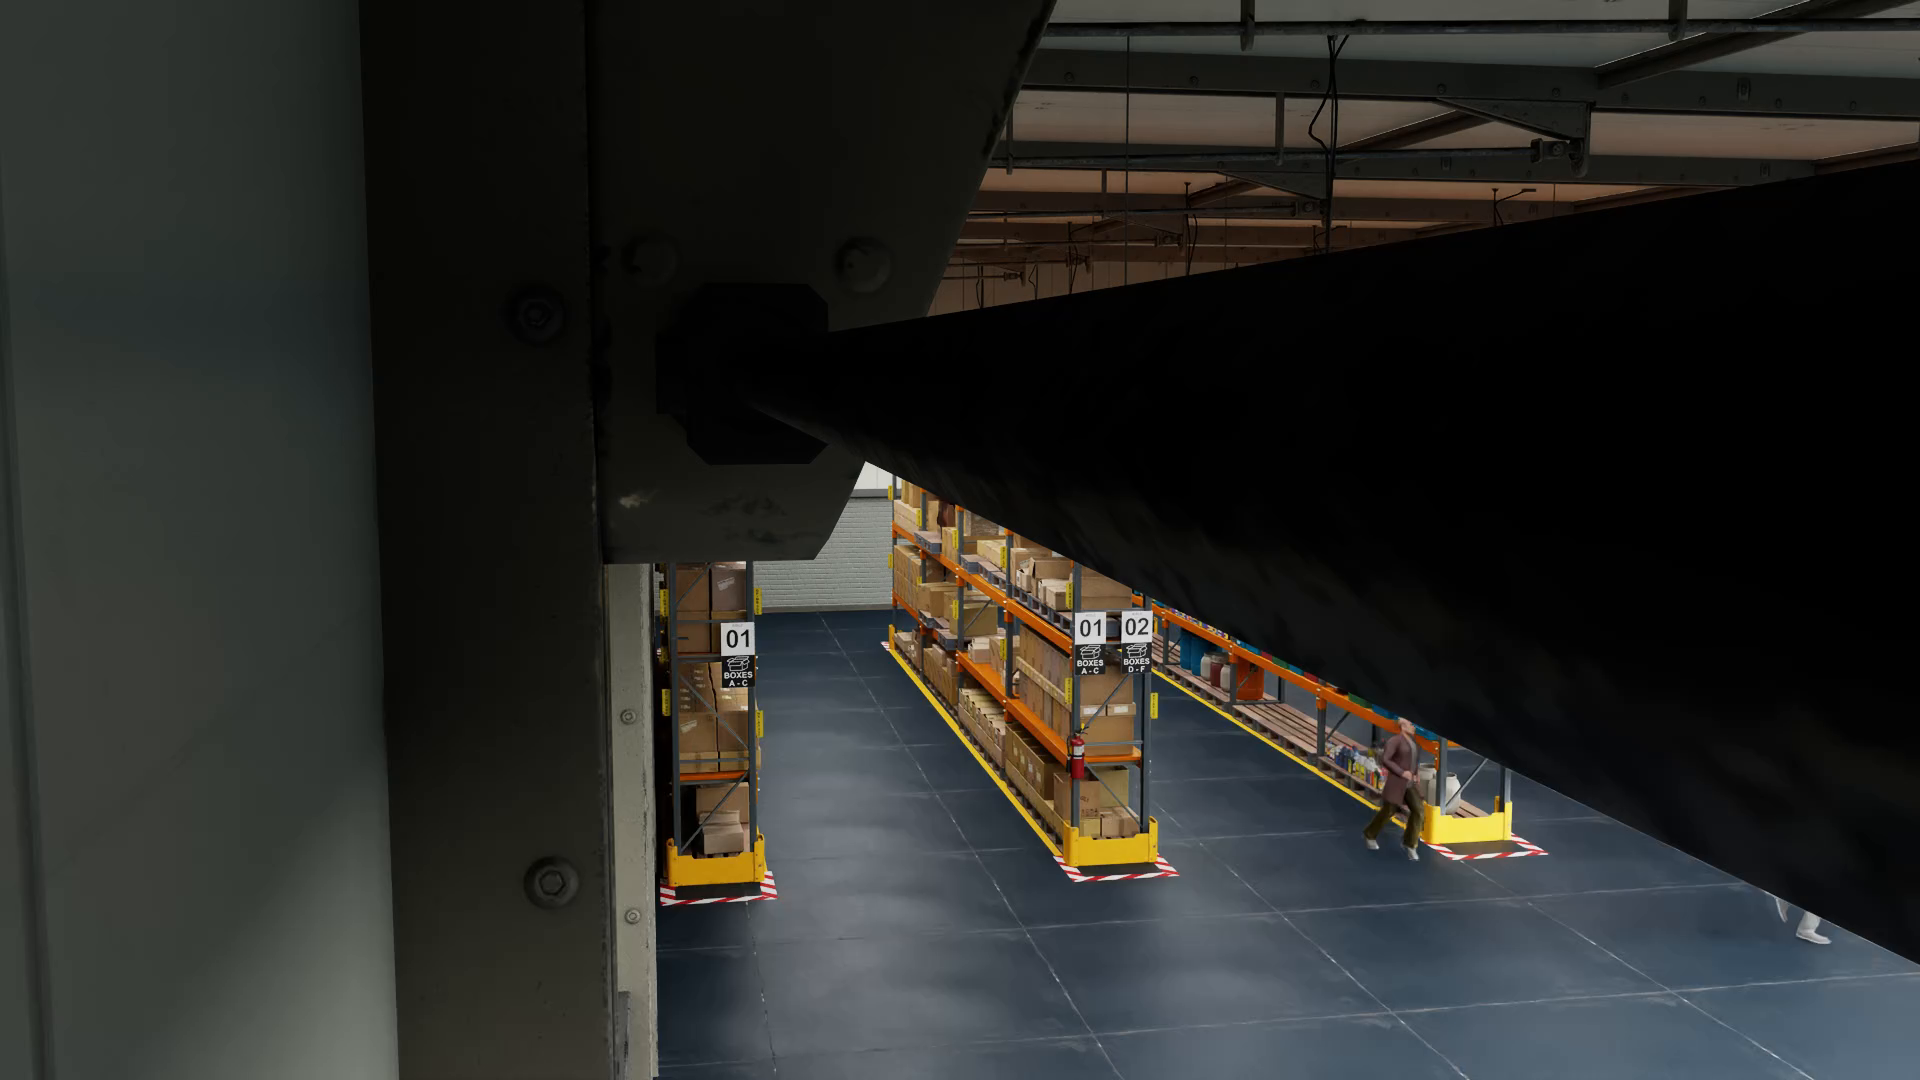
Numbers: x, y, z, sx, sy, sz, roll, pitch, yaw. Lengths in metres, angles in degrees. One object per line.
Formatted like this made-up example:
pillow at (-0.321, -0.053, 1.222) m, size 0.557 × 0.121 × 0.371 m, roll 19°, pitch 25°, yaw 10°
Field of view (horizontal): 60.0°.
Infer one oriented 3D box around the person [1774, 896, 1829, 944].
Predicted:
person at (9.279, 3.514, 18.167) m, size 0.627 × 1.752 × 0.697 m, roll 2°, pitch 7°, yaw 19°

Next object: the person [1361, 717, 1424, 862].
person at (5.680, 3.160, 21.374) m, size 0.767 × 1.807 × 0.854 m, roll -4°, pitch 7°, yaw -34°
